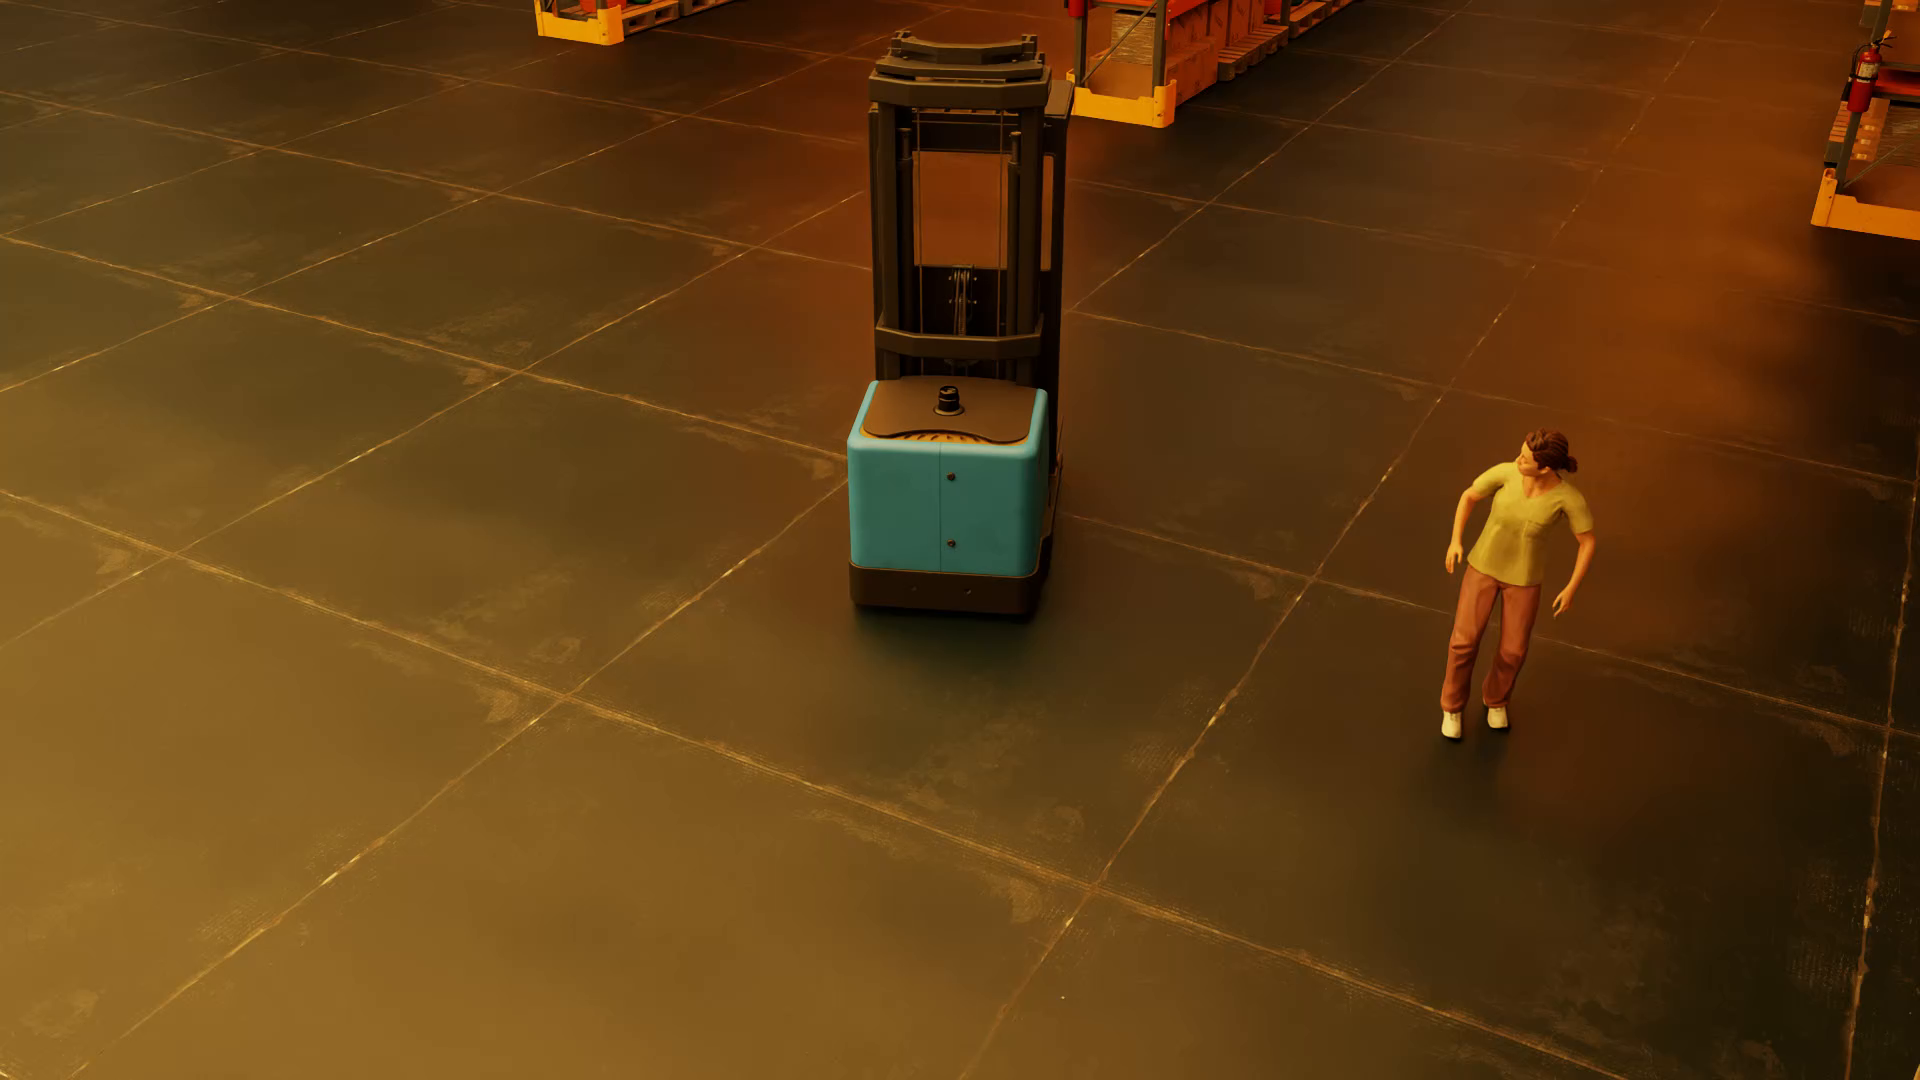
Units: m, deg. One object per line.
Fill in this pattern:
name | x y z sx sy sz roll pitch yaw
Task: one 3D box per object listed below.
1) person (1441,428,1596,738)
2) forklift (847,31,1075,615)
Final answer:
person | 2.660 0.213 7.994 0.651 1.647 0.482 12 32 20
forklift | 0.072 -1.572 9.794 1.130 2.935 3.031 3 30 6
